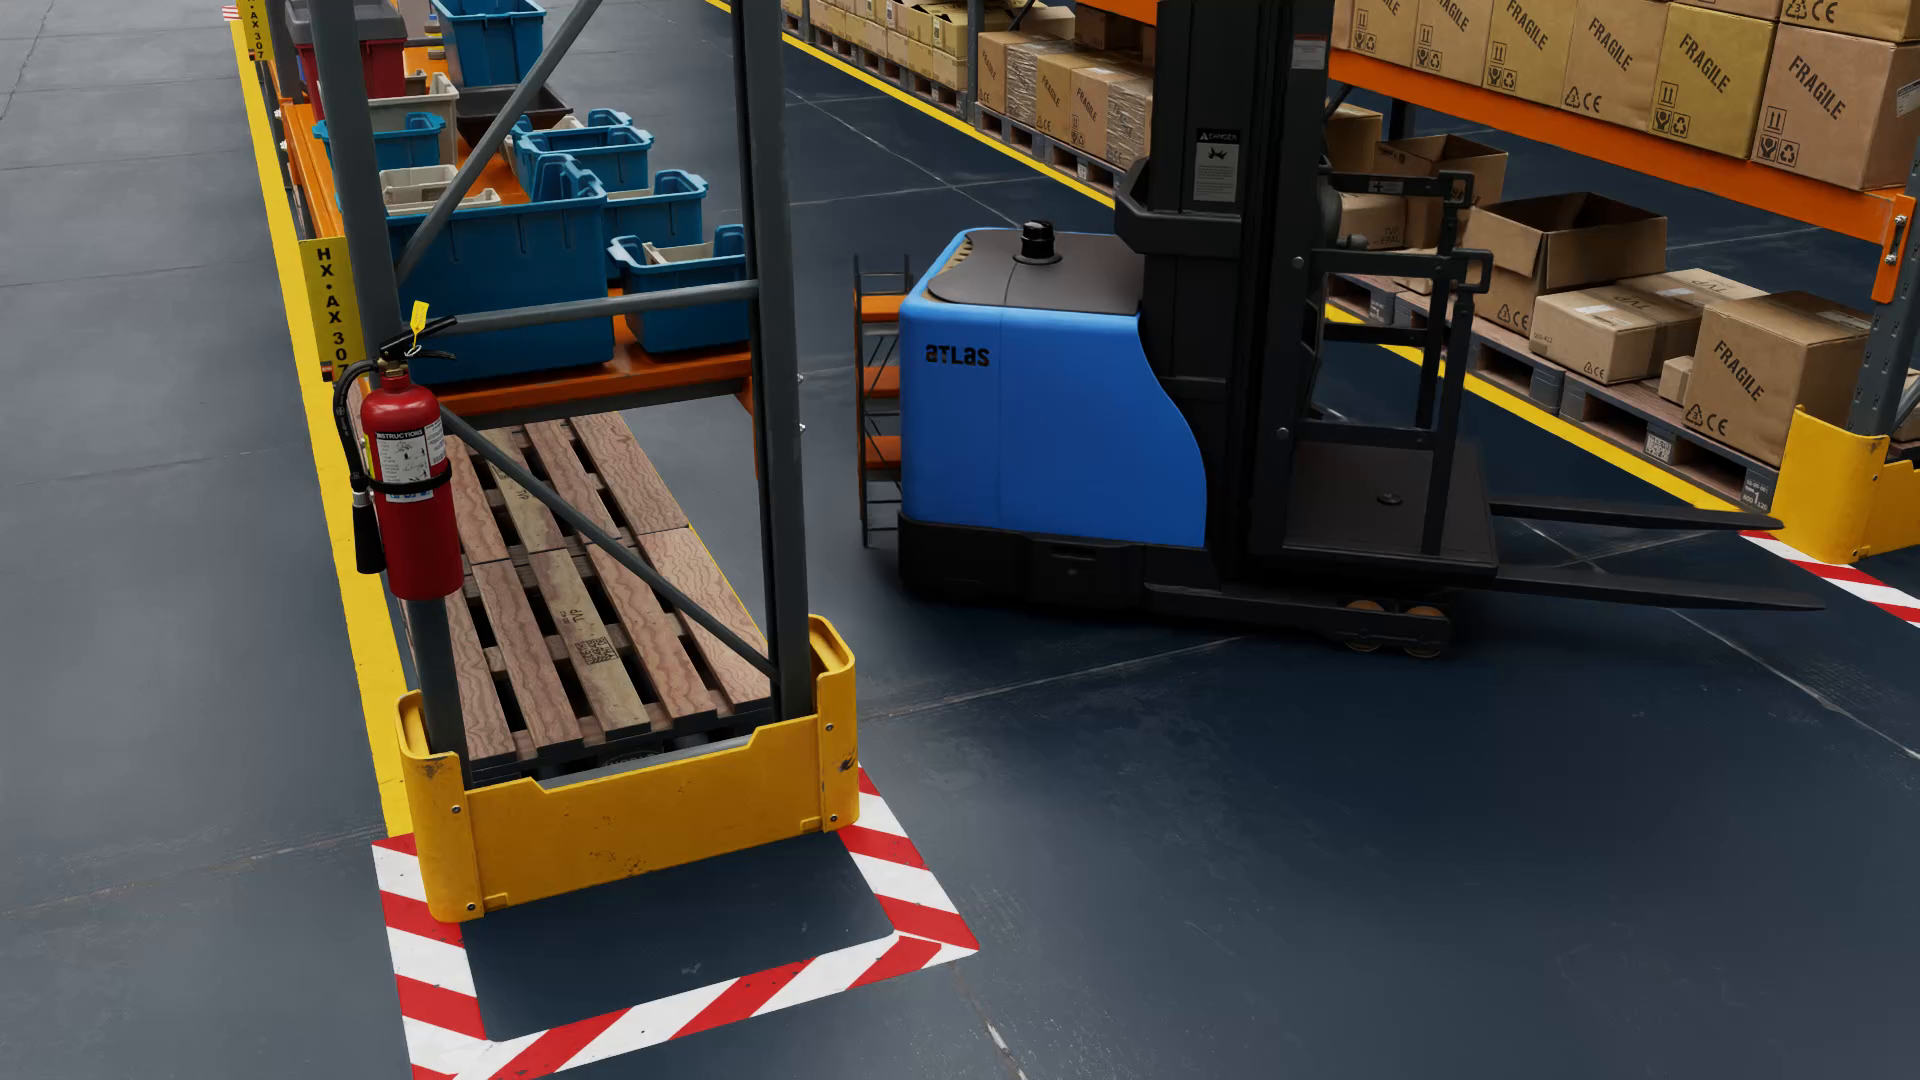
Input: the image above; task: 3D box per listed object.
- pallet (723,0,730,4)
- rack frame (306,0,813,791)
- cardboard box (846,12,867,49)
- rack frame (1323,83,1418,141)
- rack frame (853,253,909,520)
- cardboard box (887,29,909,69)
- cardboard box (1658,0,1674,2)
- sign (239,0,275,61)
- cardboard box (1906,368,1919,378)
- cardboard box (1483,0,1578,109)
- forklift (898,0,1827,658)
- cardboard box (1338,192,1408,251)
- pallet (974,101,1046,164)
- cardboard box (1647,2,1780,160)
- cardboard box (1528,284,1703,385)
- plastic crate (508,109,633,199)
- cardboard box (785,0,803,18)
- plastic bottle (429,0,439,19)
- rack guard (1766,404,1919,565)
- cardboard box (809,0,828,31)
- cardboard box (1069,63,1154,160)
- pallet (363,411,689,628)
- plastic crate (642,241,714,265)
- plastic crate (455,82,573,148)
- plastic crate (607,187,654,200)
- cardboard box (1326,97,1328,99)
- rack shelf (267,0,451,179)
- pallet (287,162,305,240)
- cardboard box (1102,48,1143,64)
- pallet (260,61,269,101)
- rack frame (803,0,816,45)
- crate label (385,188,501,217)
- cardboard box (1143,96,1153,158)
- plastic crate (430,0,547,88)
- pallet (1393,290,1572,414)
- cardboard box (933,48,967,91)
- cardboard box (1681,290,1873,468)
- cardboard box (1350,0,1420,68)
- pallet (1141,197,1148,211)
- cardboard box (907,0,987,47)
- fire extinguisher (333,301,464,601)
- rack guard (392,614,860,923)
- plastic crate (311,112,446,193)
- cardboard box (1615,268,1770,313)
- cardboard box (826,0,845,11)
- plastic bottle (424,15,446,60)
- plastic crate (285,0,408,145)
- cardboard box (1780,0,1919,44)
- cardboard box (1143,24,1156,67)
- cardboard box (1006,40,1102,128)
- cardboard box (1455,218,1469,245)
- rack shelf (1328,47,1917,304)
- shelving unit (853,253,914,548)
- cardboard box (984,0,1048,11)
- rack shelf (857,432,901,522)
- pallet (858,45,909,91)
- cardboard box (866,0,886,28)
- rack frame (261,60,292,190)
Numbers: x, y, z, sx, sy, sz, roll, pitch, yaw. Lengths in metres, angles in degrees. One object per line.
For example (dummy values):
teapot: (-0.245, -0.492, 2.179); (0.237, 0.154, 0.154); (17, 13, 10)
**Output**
pallet: (-2.256, -6.291, 18.895); (1.003, 0.211, 1.213); (-11, 28, -21)
rack frame: (-0.887, -0.537, 3.931); (1.000, 3.000, 0.127); (-11, 28, -21)
cardboard box: (-0.693, -4.564, 14.833); (0.500, 0.250, 0.500); (-11, 28, -22)
rack frame: (2.105, -3.001, 8.979); (1.000, 3.000, 0.127); (-11, 28, -21)
rack frame: (-0.282, -0.553, 6.187); (0.200, 1.050, 0.008); (-2, 26, -5)
cardboard box: (-0.291, -4.151, 13.988); (0.500, 0.250, 0.500); (-10, 28, -19)
cardboard box: (2.839, -2.426, 6.546); (0.500, 0.500, 0.500); (-10, 28, -19)
sign: (-2.961, -2.183, 6.986); (0.100, 0.325, 0.005); (-11, 28, -21)
cardboard box: (3.726, -0.640, 6.870); (0.380, 0.166, 0.250); (-11, 28, -21)
cardboard box: (2.652, -2.180, 7.183); (0.500, 0.500, 0.500); (-11, 28, -21)
forklift: (1.356, -1.186, 5.339); (3.031, 2.935, 1.130); (6, 27, 11)
cardboard box: (2.071, -1.784, 9.049); (0.500, 0.311, 0.500); (-11, 28, -21)
pallet: (0.796, -3.055, 12.267); (1.003, 0.211, 1.213); (-11, 28, -21)
cardboard box: (3.040, -1.774, 6.352); (0.500, 0.500, 0.500); (-10, 28, -20)
cardboard box: (2.888, -0.915, 7.337); (0.500, 0.250, 0.500); (-11, 28, -21)
plastic crate: (-1.314, -1.298, 5.612); (0.416, 0.233, 0.300); (-11, 28, -21)
cardboard box: (-1.410, -5.334, 16.411); (0.500, 0.250, 0.500); (-11, 28, -21)
plastic bottle: (-2.647, -2.722, 8.548); (0.152, 0.276, 0.135); (-11, 28, -21)
rack guard: (3.642, -0.294, 6.282); (1.175, 0.500, 0.348); (-11, 28, -21)
cardboard box: (-1.098, -4.979, 15.684); (0.500, 0.250, 0.500); (-11, 28, -22)
cardboard box: (1.065, -2.834, 10.984); (0.500, 0.500, 0.500); (-12, 28, -22)
pallet: (-1.649, -0.115, 6.246); (1.003, 0.211, 1.213); (-11, 28, -21)
plastic crate: (-0.731, -0.745, 4.590); (0.250, 0.136, 0.298); (-11, 28, -21)
plastic crate: (-1.768, -1.650, 6.455); (0.437, 0.125, 0.590); (-11, 28, -21)
plastic crate: (-0.996, -1.019, 5.151); (0.250, 0.136, 0.298); (-11, 28, -21)
cardboard box: (1.921, -2.526, 10.353); (0.500, 0.500, 0.500); (-10, 28, -20)
rack shelf: (-3.237, -2.636, 9.050); (1.077, 0.370, 4.000); (-11, 28, -21)
pallet: (-3.673, -2.203, 10.520); (1.003, 0.211, 1.213); (-11, 28, -21)
cardboard box: (1.323, -3.144, 11.619); (0.500, 0.500, 0.500); (-12, 28, -22)
pallet: (-5.244, -3.818, 13.829); (1.003, 0.211, 1.213); (-11, 28, -21)
rack frame: (-1.028, -6.231, 15.593); (1.000, 3.000, 0.127); (-11, 28, -21)
crate label: (-1.605, -0.971, 5.053); (0.396, 0.136, 0.243); (-11, 28, -21)
cardboard box: (1.463, -2.427, 10.149); (0.500, 0.500, 0.500); (-10, 28, -20)
plastic crate: (-1.957, -2.042, 6.963); (0.392, 0.384, 0.575); (-11, 28, -21)
pallet: (2.855, -0.978, 8.012); (1.003, 0.211, 1.213); (-11, 28, -21)
cardboard box: (0.108, -3.740, 13.146); (0.500, 0.250, 0.500); (-10, 28, -19)
cardboard box: (3.232, -0.638, 6.486); (0.500, 0.500, 0.500); (-11, 28, -21)
cardboard box: (2.258, -2.588, 8.017); (0.500, 0.500, 0.500); (-10, 28, -20)
pallet: (1.752, -2.070, 10.250); (1.003, 0.211, 1.213); (-11, 28, -21)
cardboard box: (-0.102, -4.199, 13.448); (0.500, 0.311, 0.500); (-11, 28, -21)
fire extinguisher: (-1.246, -0.196, 3.745); (0.296, 0.674, 0.183); (-11, 28, -21)
rack guard: (-0.866, 0.594, 4.464); (1.175, 0.500, 0.348); (-11, 28, -21)
plastic crate: (-1.928, -1.274, 5.563); (0.416, 0.233, 0.300); (-11, 28, -21)
cardboard box: (3.328, -1.021, 7.554); (0.500, 0.250, 0.500); (-11, 28, -21)
cardboard box: (-0.904, -5.024, 15.136); (0.500, 0.311, 0.500); (-11, 28, -21)
plastic bottle: (-2.535, -2.434, 8.042); (0.097, 0.201, 0.097); (0, 26, 0)
plastic crate: (-2.335, -1.804, 6.385); (0.402, 0.464, 0.583); (-11, 28, -21)
cardboard box: (3.245, -2.013, 5.701); (0.500, 0.500, 0.500); (-11, 28, -21)
cardboard box: (1.552, -3.256, 10.993); (0.500, 0.250, 0.500); (-11, 28, -22)
cardboard box: (0.664, -3.247, 11.830); (0.500, 0.500, 0.500); (-12, 28, -22)
cardboard box: (2.883, -1.507, 8.481); (0.500, 0.311, 0.500); (-11, 28, -21)
rack shelf: (2.889, -1.871, 7.483); (1.077, 0.370, 4.000); (-11, 28, -21)
shelving unit: (-0.271, -0.500, 6.077); (0.215, 1.050, 0.252); (-2, 26, -5)
cardboard box: (0.391, -4.294, 13.642); (0.500, 0.311, 0.500); (-11, 28, -22)
rack shelf: (-0.271, -0.241, 6.204); (0.215, 0.259, 0.240); (-2, 26, -5)
pallet: (-0.222, -4.194, 14.599); (1.003, 0.211, 1.213); (-11, 28, -21)
cardboard box: (-0.492, -4.606, 14.281); (0.500, 0.311, 0.500); (-10, 28, -19)
rack frame: (-4.020, -3.767, 10.546); (1.000, 3.000, 0.127); (-11, 28, -21)
